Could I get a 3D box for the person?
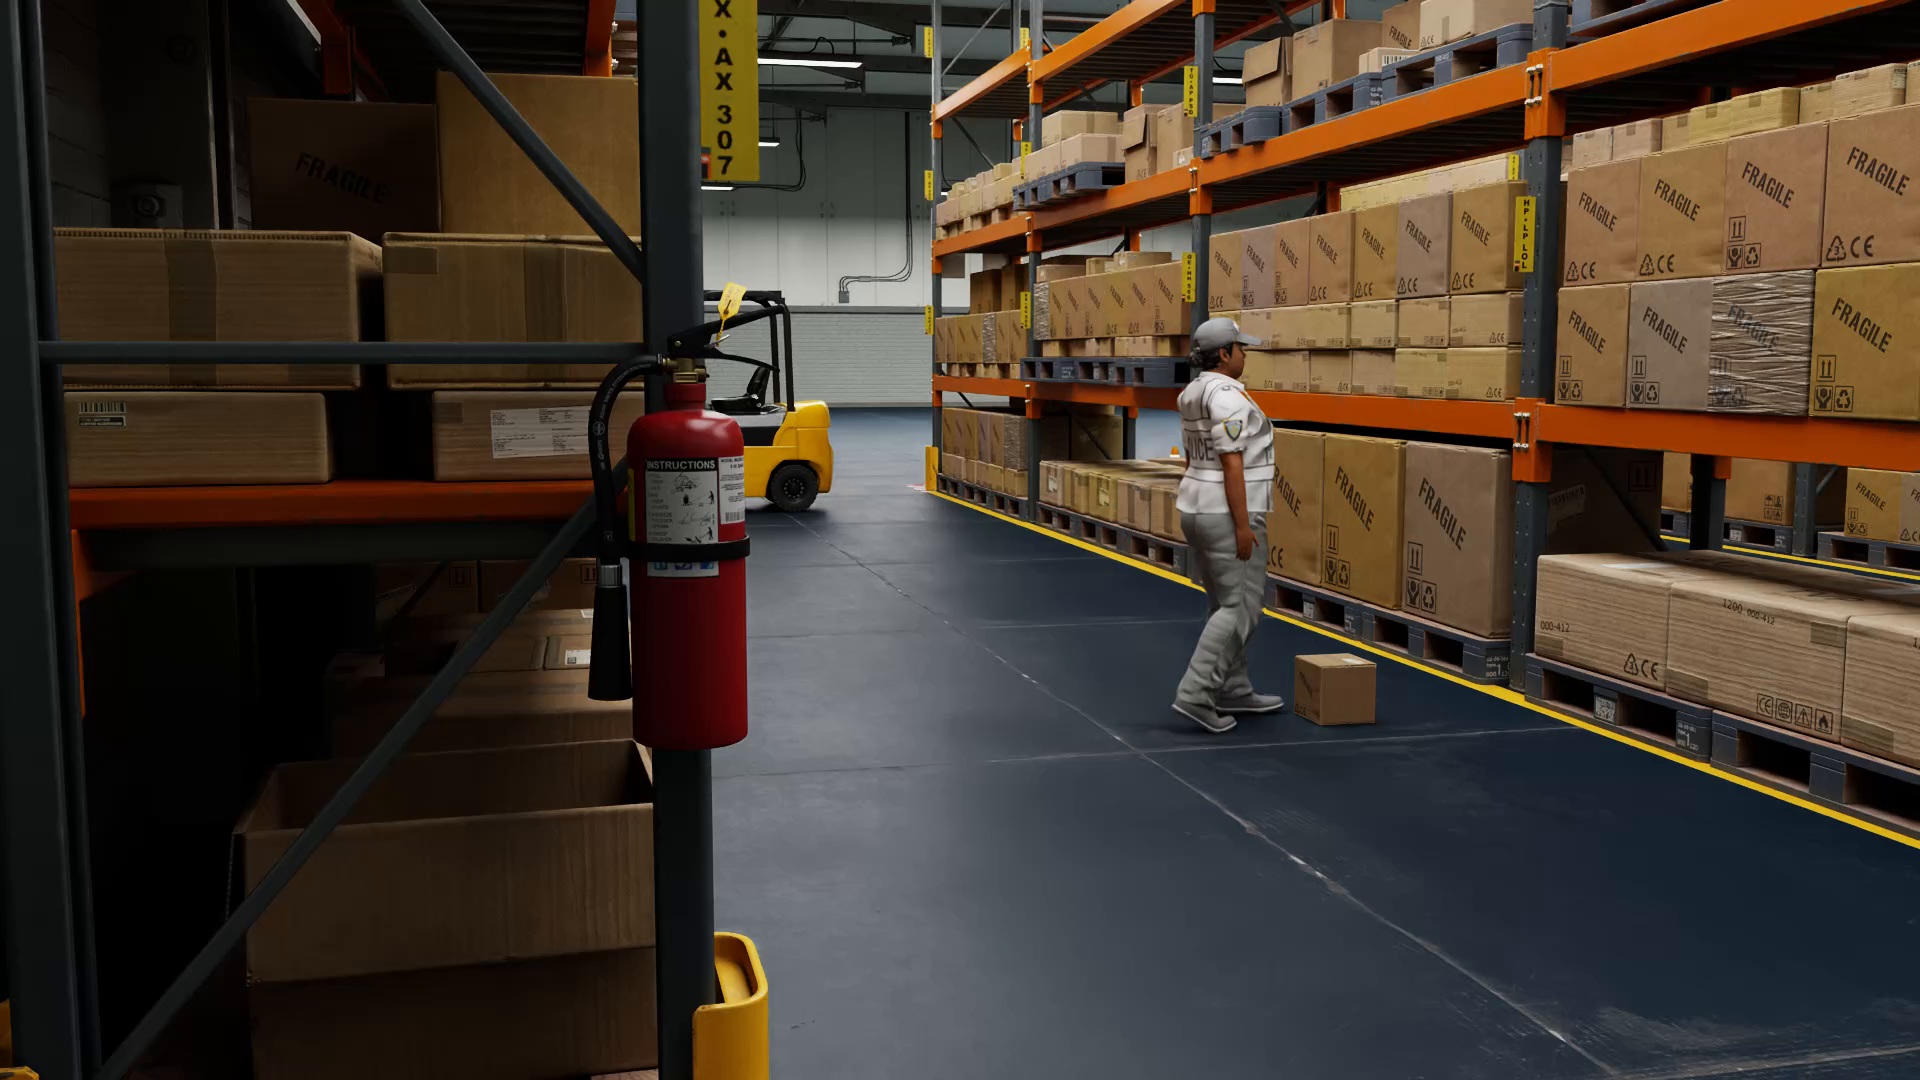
[{"bbox_3d":[1.107,-0.073,6.833,0.597,1.671,0.491,-1,6,-12],"label":"person"}]
